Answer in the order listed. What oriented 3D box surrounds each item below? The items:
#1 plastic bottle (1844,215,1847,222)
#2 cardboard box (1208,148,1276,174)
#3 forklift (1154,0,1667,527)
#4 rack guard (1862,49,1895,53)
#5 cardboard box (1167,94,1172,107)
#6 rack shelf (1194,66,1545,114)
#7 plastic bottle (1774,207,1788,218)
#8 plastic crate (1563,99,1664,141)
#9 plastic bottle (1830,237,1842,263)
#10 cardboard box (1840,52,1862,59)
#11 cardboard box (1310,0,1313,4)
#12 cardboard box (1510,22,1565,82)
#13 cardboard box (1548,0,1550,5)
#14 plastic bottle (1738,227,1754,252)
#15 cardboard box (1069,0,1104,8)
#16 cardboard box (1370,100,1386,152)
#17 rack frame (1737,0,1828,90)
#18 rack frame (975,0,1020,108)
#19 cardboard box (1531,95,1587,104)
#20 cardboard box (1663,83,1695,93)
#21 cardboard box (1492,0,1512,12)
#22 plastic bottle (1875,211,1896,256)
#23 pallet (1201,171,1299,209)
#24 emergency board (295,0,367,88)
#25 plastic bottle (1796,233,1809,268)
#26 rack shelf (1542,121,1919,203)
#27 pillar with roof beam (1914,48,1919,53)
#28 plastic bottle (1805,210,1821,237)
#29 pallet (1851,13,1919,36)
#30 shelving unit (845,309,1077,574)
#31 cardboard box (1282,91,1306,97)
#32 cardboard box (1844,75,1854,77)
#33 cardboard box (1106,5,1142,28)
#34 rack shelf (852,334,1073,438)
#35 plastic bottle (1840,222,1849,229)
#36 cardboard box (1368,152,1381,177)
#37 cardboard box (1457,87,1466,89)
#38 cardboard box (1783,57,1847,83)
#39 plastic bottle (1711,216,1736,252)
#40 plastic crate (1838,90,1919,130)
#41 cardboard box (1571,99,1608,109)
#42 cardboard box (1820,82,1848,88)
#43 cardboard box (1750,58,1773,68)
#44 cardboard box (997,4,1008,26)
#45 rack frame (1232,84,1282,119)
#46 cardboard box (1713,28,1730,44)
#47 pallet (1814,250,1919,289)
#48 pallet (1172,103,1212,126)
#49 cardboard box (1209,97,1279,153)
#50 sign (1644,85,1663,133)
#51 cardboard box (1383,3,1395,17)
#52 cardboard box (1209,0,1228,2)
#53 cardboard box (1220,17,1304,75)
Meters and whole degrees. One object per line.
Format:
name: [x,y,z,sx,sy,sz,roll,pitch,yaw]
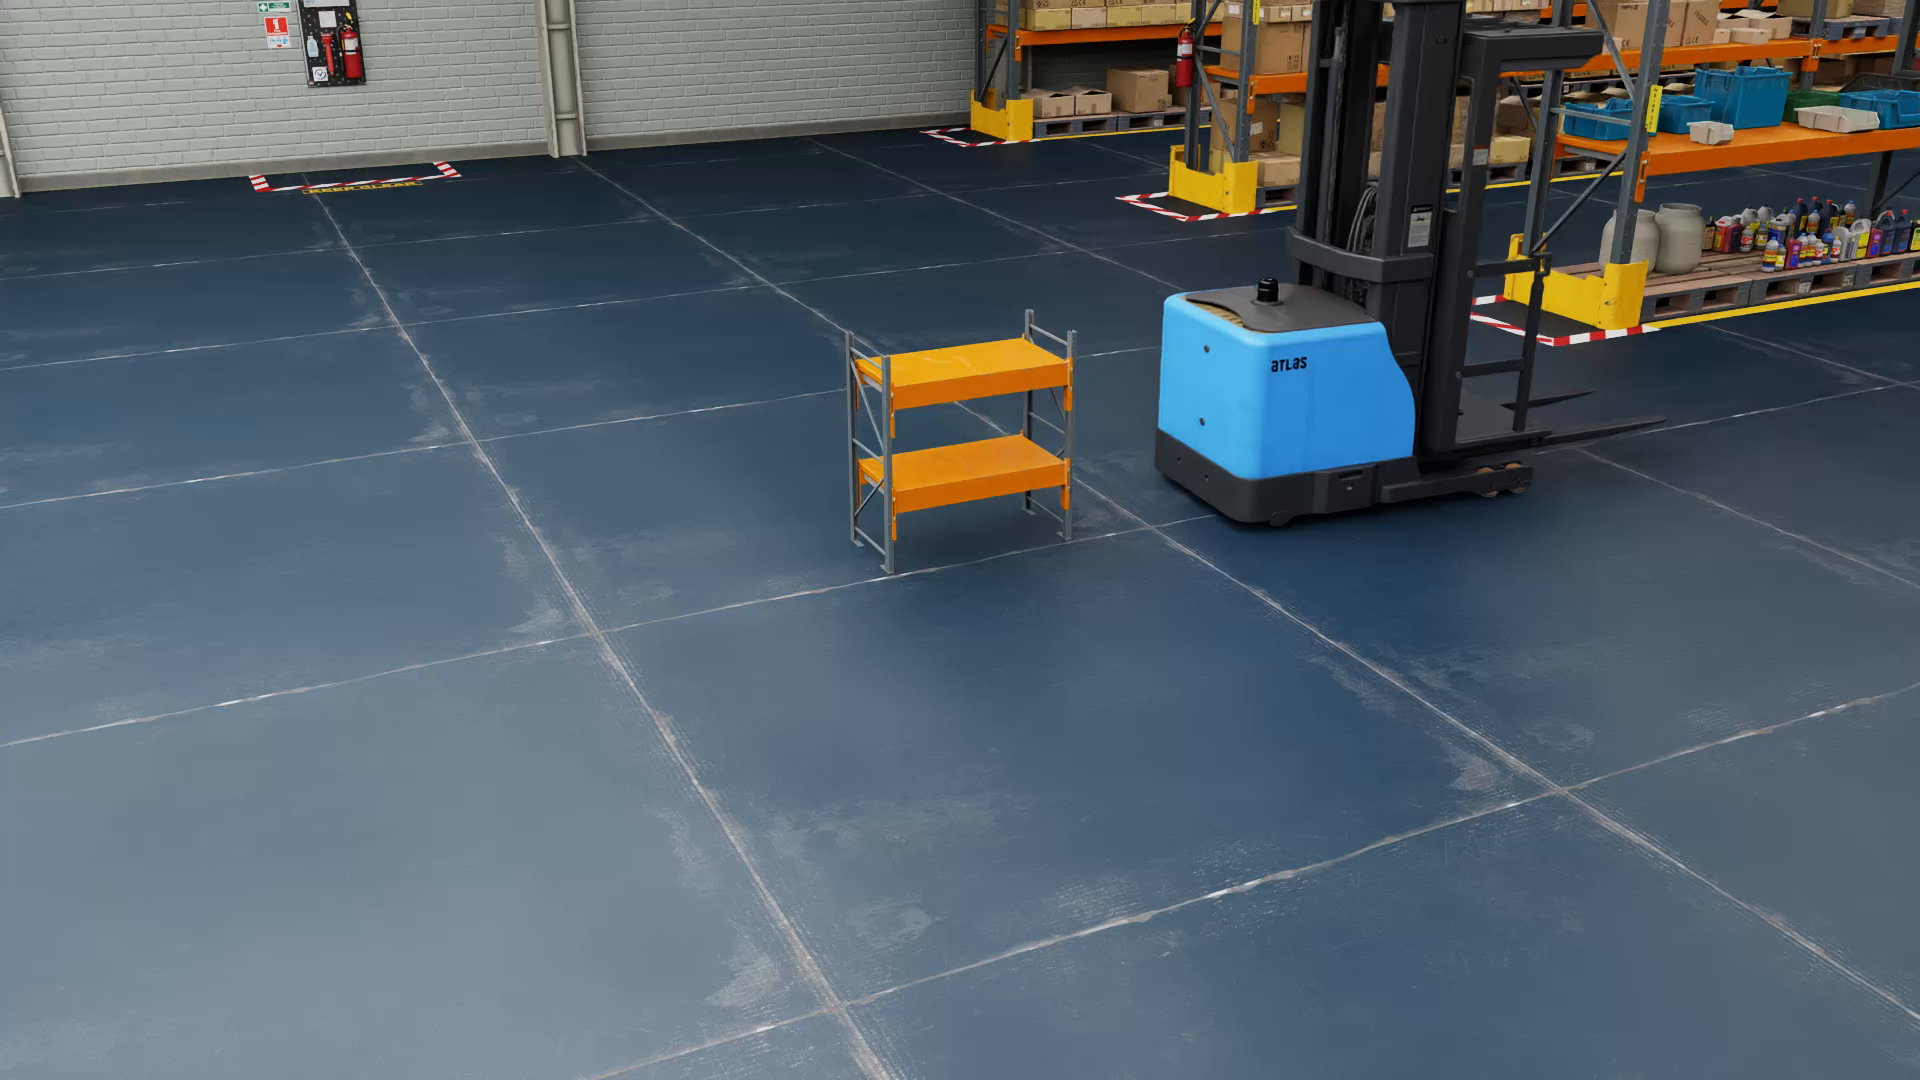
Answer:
plastic bottle: [7.791,-2.821,14.727,0.097,0.201,0.097,0,22,0]
cardboard box: [2.965,-3.988,17.508,0.500,0.250,0.500,-10,25,-24]
forklift: [2.686,-1.769,9.192,3.031,2.935,1.130,-9,24,-20]
rack guard: [14.897,-8.083,27.624,0.348,0.500,1.175,-10,25,-24]
cardboard box: [2.613,-5.871,22.164,0.250,0.149,0.380,-13,26,-28]
rack shelf: [4.412,-4.873,17.541,4.000,0.370,1.077,-10,25,-24]
plastic bottle: [7.115,-2.742,14.430,0.133,0.283,0.061,-9,24,-21]
plastic crate: [5.076,-3.283,12.955,0.616,0.251,0.499,-10,25,-24]
plastic bottle: [7.197,-2.394,13.694,0.097,0.201,0.097,0,22,0]
cardboard box: [14.288,-8.123,27.170,0.500,0.500,0.700,-10,25,-24]
cardboard box: [3.556,-5.690,16.748,0.500,0.500,0.700,-11,25,-25]
cardboard box: [8.386,-7.185,24.447,0.750,0.750,0.750,-11,25,-24]
cardboard box: [8.295,-7.814,24.007,0.250,0.149,0.380,-10,25,-23]
plastic bottle: [6.655,-2.548,14.066,0.097,0.201,0.097,0,22,0]
cardboard box: [1.469,-6.921,20.737,0.500,0.500,0.500,-10,25,-23]
cardboard box: [4.085,-4.327,17.347,0.500,0.500,0.500,-10,25,-24]
rack frame: [9.819,-6.201,19.808,0.127,3.000,1.000,-10,25,-24]
rack frame: [0.458,-6.580,20.725,0.127,3.000,1.000,-10,25,-24]
cardboard box: [6.921,-4.974,19.158,0.500,0.311,0.500,-10,24,-22]
cardboard box: [8.750,-5.308,19.963,0.500,0.311,0.500,-11,25,-25]
cardboard box: [5.604,-5.679,17.570,0.250,0.149,0.380,-11,25,-25]
plastic bottle: [7.731,-2.571,13.927,0.185,0.351,0.144,-12,25,-26]
pallet: [3.281,-3.727,17.477,1.213,0.211,1.003,-10,25,-24]
emergency board: [-6.936,-5.602,18.362,0.643,1.169,0.194,-10,25,-24]
plastic bottle: [6.833,-2.359,13.519,0.097,0.271,0.097,0,22,0]
rack shelf: [6.557,-3.165,13.416,4.000,0.370,1.077,-10,25,-24]
pillar with roof beam: [18.800,-11.268,24.207,0.400,9.000,9.100,-10,25,-24]
plastic bottle: [7.374,-2.716,14.380,0.097,0.271,0.097,0,22,0]
pallet: [11.569,-6.436,20.628,1.213,0.211,1.003,-10,25,-24]
shelving unit: [0.006,-0.521,8.538,1.048,1.125,0.538,-10,25,-24]
cardboard box: [4.719,-6.420,23.030,0.500,0.500,0.700,-10,24,-22]
cardboard box: [11.496,-5.660,21.194,0.500,0.500,0.500,-11,25,-26]
cardboard box: [1.959,-6.665,21.100,0.500,0.250,0.500,-11,25,-24]
rack shelf: [0.006,-0.791,8.426,1.000,0.278,0.538,-10,25,-24]
plastic bottle: [7.373,-2.517,13.885,0.133,0.283,0.061,-10,25,-24]
cardboard box: [4.090,-3.977,17.481,0.500,0.250,0.500,-10,25,-24]
cardboard box: [5.214,-4.753,18.375,0.500,0.500,0.500,-10,25,-24]
cardboard box: [10.609,-5.842,20.655,0.500,0.250,0.500,-9,24,-22]
plastic bottle: [6.459,-2.599,14.092,0.135,0.276,0.152,-10,25,-23]
plastic crate: [7.480,-3.484,13.438,0.616,0.251,0.499,-10,25,-24]
cardboard box: [7.148,-4.784,18.698,0.500,0.311,0.500,-11,25,-24]
cardboard box: [10.822,-5.315,20.361,0.500,0.500,0.500,-11,25,-26]
cardboard box: [12.444,-7.781,26.344,0.500,0.500,0.700,-11,25,-24]
cardboard box: [0.796,-6.664,21.098,0.500,0.250,0.500,-10,25,-23]
rack frame: [4.063,-7.244,22.327,0.127,3.000,1.000,-10,25,-24]
cardboard box: [8.694,-5.854,19.298,0.250,0.149,0.380,-9,24,-20]
pallet: [7.736,-2.444,14.378,1.213,0.211,1.003,-10,25,-24]
pallet: [3.473,-5.832,22.562,1.213,0.211,1.003,-10,25,-24]
cardboard box: [2.964,-4.335,17.367,0.500,0.500,0.500,-10,25,-24]
sign: [4.990,-3.104,11.964,0.005,0.325,0.100,-10,25,-24]
cardboard box: [4.217,-5.425,16.954,0.250,0.149,0.380,-11,25,-24]
cardboard box: [3.324,-7.260,21.557,0.500,0.500,0.500,-11,25,-24]
cardboard box: [3.036,-4.993,16.759,0.500,0.500,0.700,-10,25,-24]
